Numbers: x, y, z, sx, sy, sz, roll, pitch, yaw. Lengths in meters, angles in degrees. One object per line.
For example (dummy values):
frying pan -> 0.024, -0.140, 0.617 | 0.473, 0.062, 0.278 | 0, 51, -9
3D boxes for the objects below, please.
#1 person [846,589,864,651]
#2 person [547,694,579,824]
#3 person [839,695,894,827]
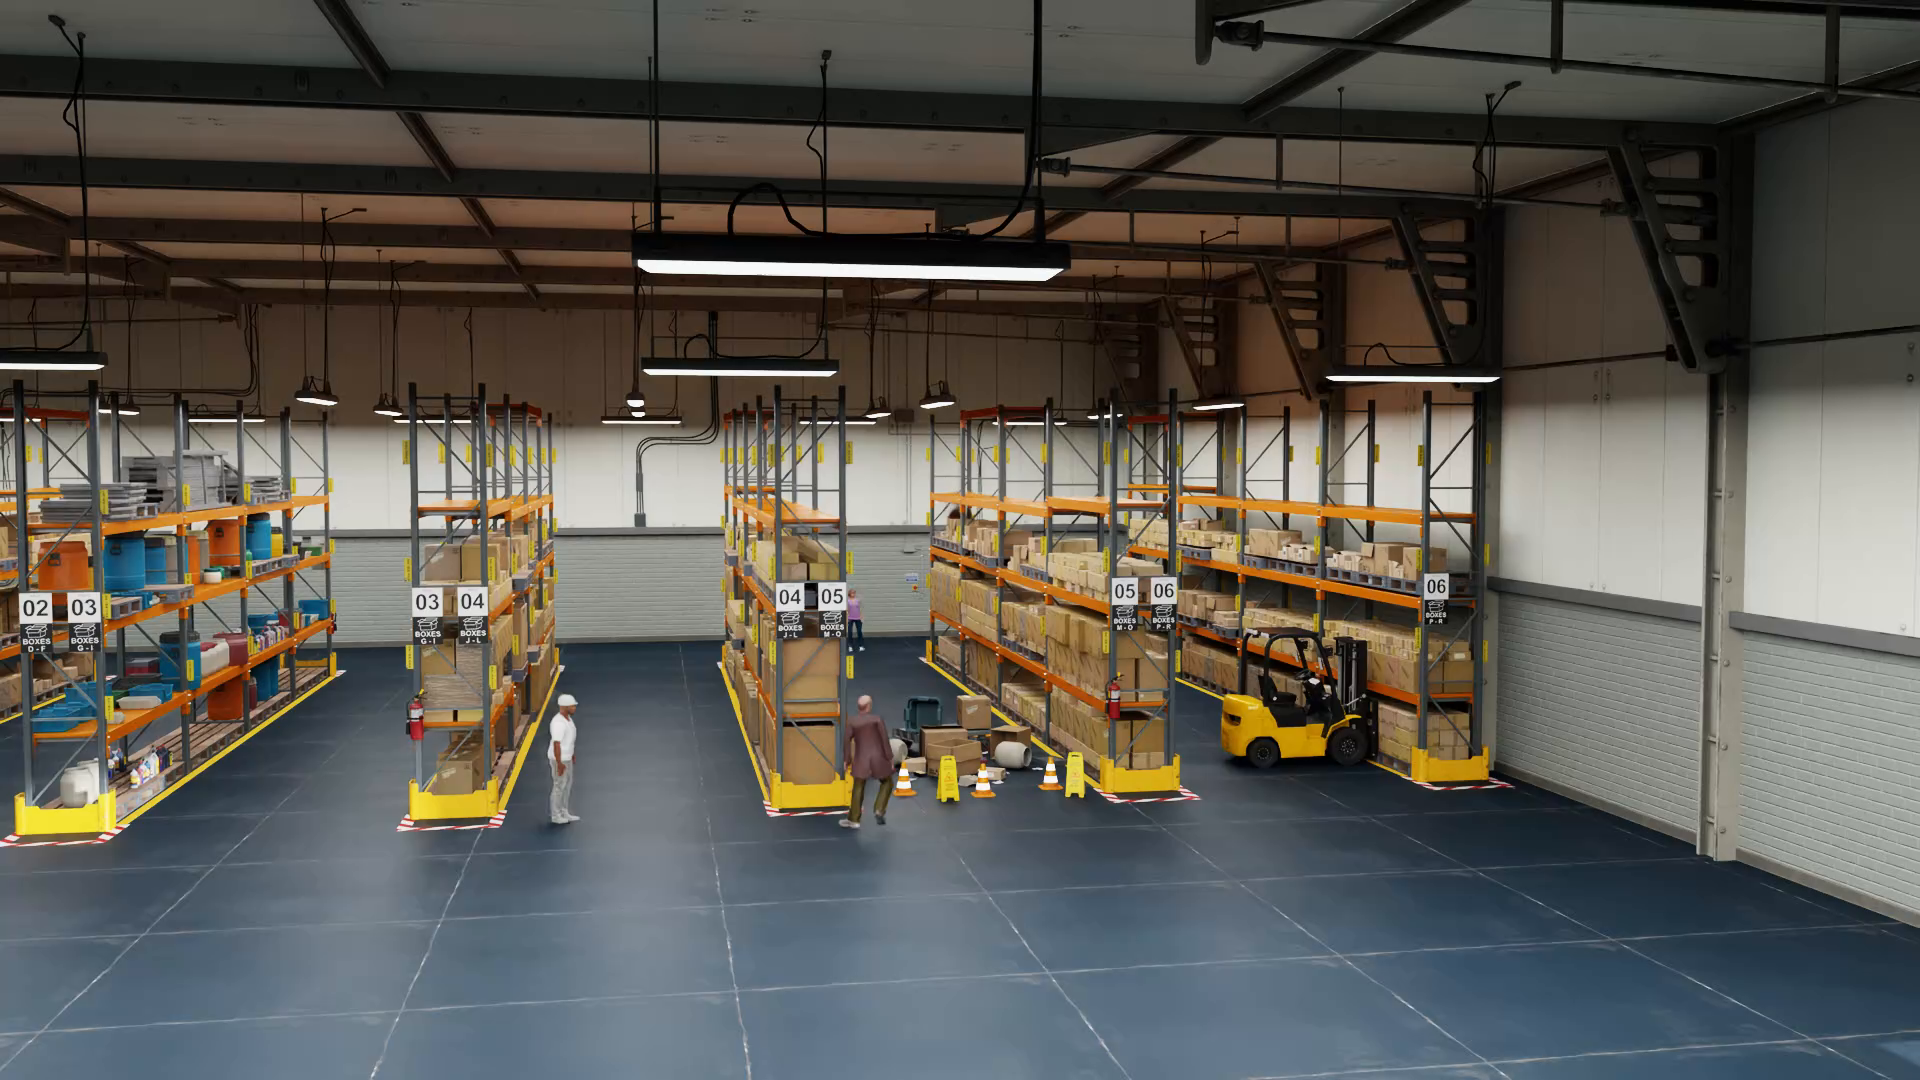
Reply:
person -> -2.717, 2.069, 42.701 | 0.487, 1.616, 0.404 | 0, 3, 3
person -> -5.391, 2.973, 22.628 | 0.433, 1.762, 0.603 | 0, 3, 1
person -> -1.227, 2.968, 22.321 | 0.694, 1.747, 0.490 | 0, 3, 0
